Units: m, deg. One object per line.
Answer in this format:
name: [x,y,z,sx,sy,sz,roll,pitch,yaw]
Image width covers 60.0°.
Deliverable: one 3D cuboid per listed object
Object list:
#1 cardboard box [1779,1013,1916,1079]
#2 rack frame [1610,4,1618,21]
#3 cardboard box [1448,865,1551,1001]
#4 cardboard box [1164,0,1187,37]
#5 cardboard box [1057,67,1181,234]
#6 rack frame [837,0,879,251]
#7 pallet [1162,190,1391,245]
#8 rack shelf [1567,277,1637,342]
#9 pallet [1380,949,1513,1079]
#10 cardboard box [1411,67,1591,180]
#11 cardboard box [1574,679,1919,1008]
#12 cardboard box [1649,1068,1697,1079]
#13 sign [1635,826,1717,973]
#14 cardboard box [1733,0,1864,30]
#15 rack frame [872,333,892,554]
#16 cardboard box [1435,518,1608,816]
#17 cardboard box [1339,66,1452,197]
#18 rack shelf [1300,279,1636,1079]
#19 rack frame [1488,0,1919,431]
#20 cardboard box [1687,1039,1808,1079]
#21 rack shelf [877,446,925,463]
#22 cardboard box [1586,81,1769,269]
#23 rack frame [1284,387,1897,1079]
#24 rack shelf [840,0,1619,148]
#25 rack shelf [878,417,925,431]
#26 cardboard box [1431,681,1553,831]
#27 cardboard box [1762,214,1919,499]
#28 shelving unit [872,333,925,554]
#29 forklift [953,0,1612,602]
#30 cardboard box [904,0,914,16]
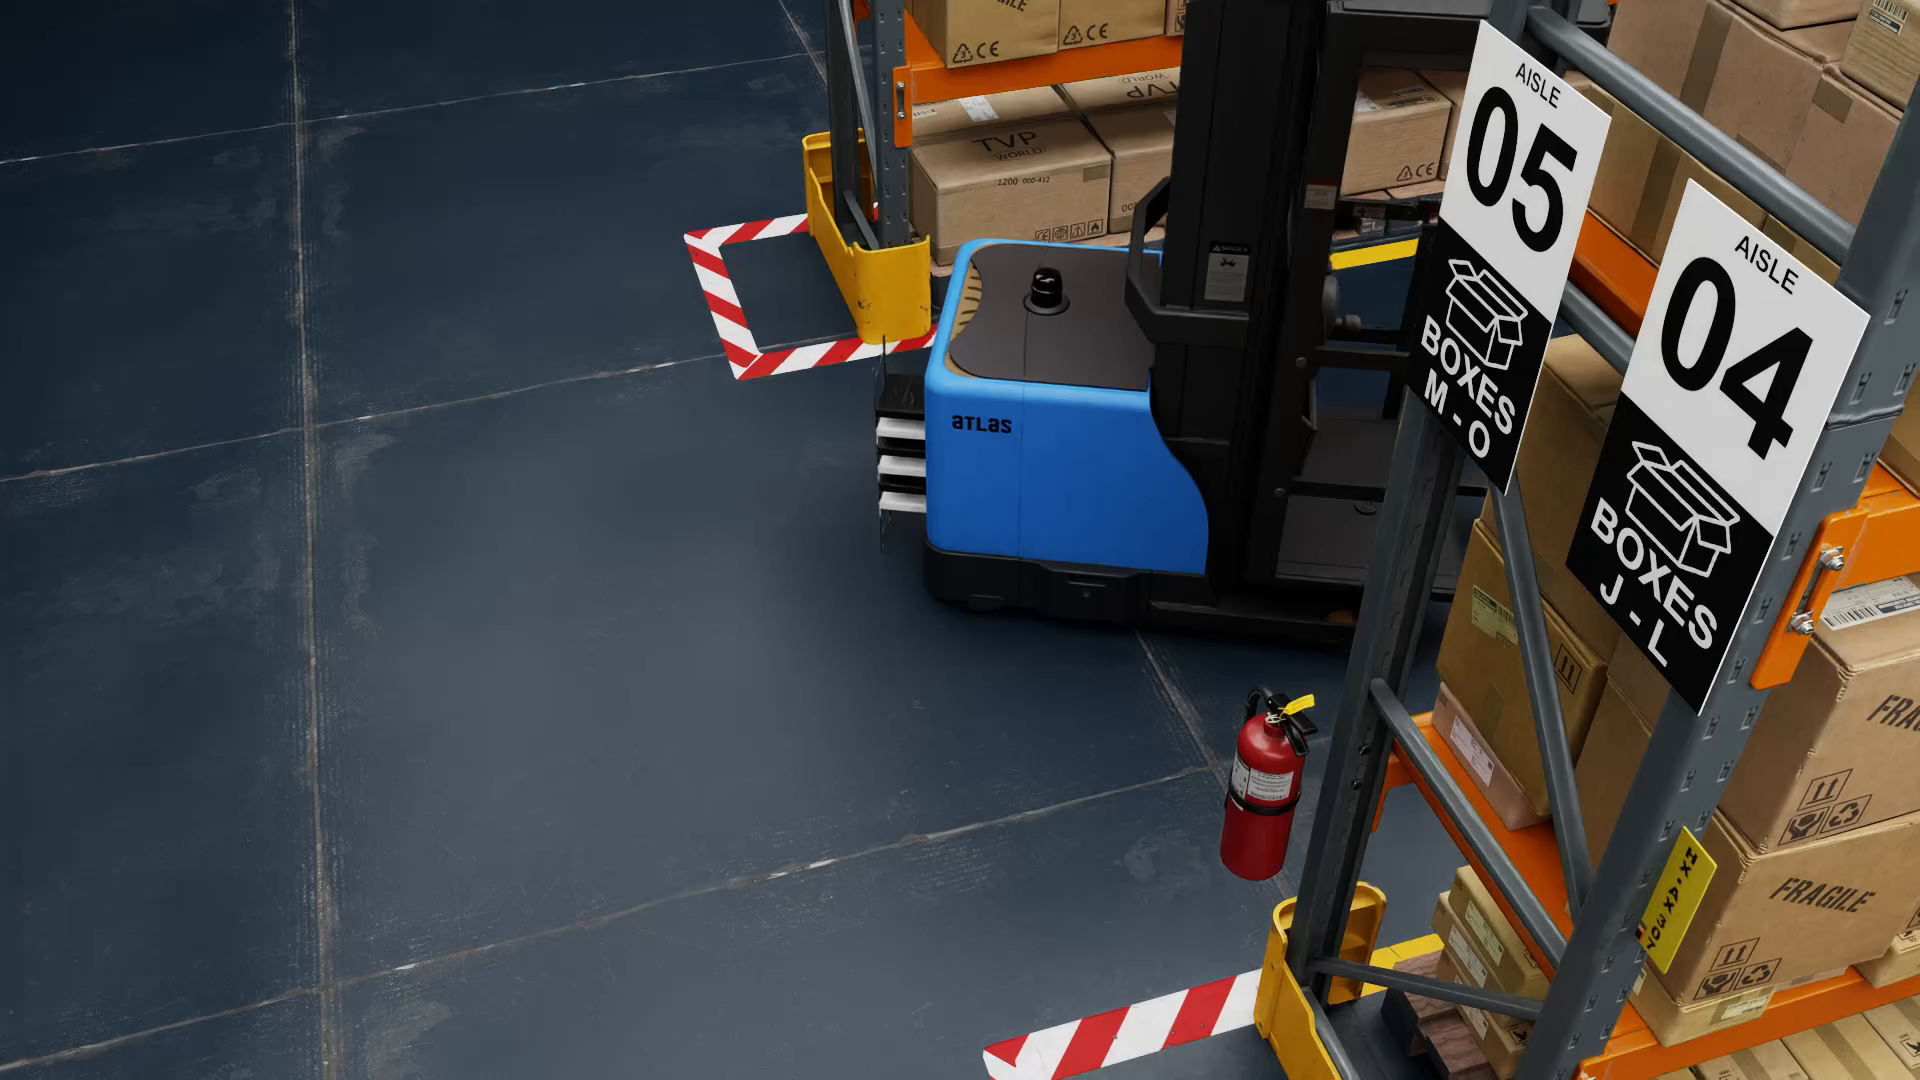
cardboard box: [2.254,1.350,4.321,0.250,0.149,0.380,-12,43,-13]
rack frame: [3.377,-3.231,8.169,0.053,2.616,0.949,-12,42,-13]
cardboard box: [1.575,1.076,4.634,0.250,0.149,0.380,-11,42,-13]
cardboard box: [1.072,-2.598,7.367,0.500,0.500,0.500,-12,43,-13]
cardboard box: [1.033,-2.011,8.400,0.875,0.438,0.875,-11,42,-12]
rack frame: [-0.438,-2.441,7.264,0.053,2.616,0.949,-12,42,-13]
pallet: [1.464,-1.834,8.689,1.213,0.211,1.003,-12,42,-13]
rack shelf: [3.054,-0.660,3.384,3.687,0.071,0.831,-12,42,-13]
pallet: [2.004,1.545,4.822,1.213,0.211,1.003,-12,42,-13]
cardboard box: [2.747,-2.366,8.806,0.875,0.438,0.875,-12,43,-14]
cardboard box: [1.657,0.583,3.501,0.500,0.500,0.500,-10,42,-11]
cardboard box: [1.748,1.449,4.207,0.250,0.149,0.380,-14,43,-15]
sign: [1.309,0.662,3.054,0.005,0.325,0.100,-12,42,-13]
cardboard box: [1.375,-1.014,2.782,0.250,0.149,0.380,-12,43,-13]
rack frame: [-0.302,-0.362,6.481,0.006,0.900,0.240,5,41,6]
cardboard box: [1.498,0.248,3.884,0.500,0.500,0.500,-11,42,-12]
cardboard box: [1.893,-2.188,8.603,0.875,0.438,0.875,-13,43,-14]
rack shelf: [1.147,0.650,3.726,0.053,2.616,0.949,-12,42,-13]
rack frame: [1.146,-1.611,1.755,0.127,3.000,1.000,-12,42,-13]
cardboard box: [1.975,1.319,4.356,0.250,0.149,0.380,-11,42,-12]
rack shelf: [-0.201,-0.396,6.433,0.200,0.077,0.258,5,41,6]
cardboard box: [1.501,-0.681,3.084,0.500,0.250,0.500,-13,43,-14]
rack frame: [1.146,0.648,3.729,0.127,3.000,1.000,-12,42,-13]
rack shelf: [1.471,-2.563,7.950,4.000,0.370,1.077,-12,42,-13]
rack shelf: [6.732,0.131,3.065,14.716,3.443,4.033,5,41,6]
cardboard box: [1.372,0.501,4.088,0.250,0.149,0.380,-12,42,-13]
cardboard box: [1.651,-0.354,2.709,0.529,0.250,0.529,-13,43,-14]
shelving unit: [6.729,0.351,3.272,14.726,4.048,4.052,5,41,6]
forklift: [2.207,-3.918,7.276,9.711,5.209,7.407,5,41,6]
cardboard box: [-0.056,-2.738,7.528,0.500,0.500,0.500,-11,42,-13]
